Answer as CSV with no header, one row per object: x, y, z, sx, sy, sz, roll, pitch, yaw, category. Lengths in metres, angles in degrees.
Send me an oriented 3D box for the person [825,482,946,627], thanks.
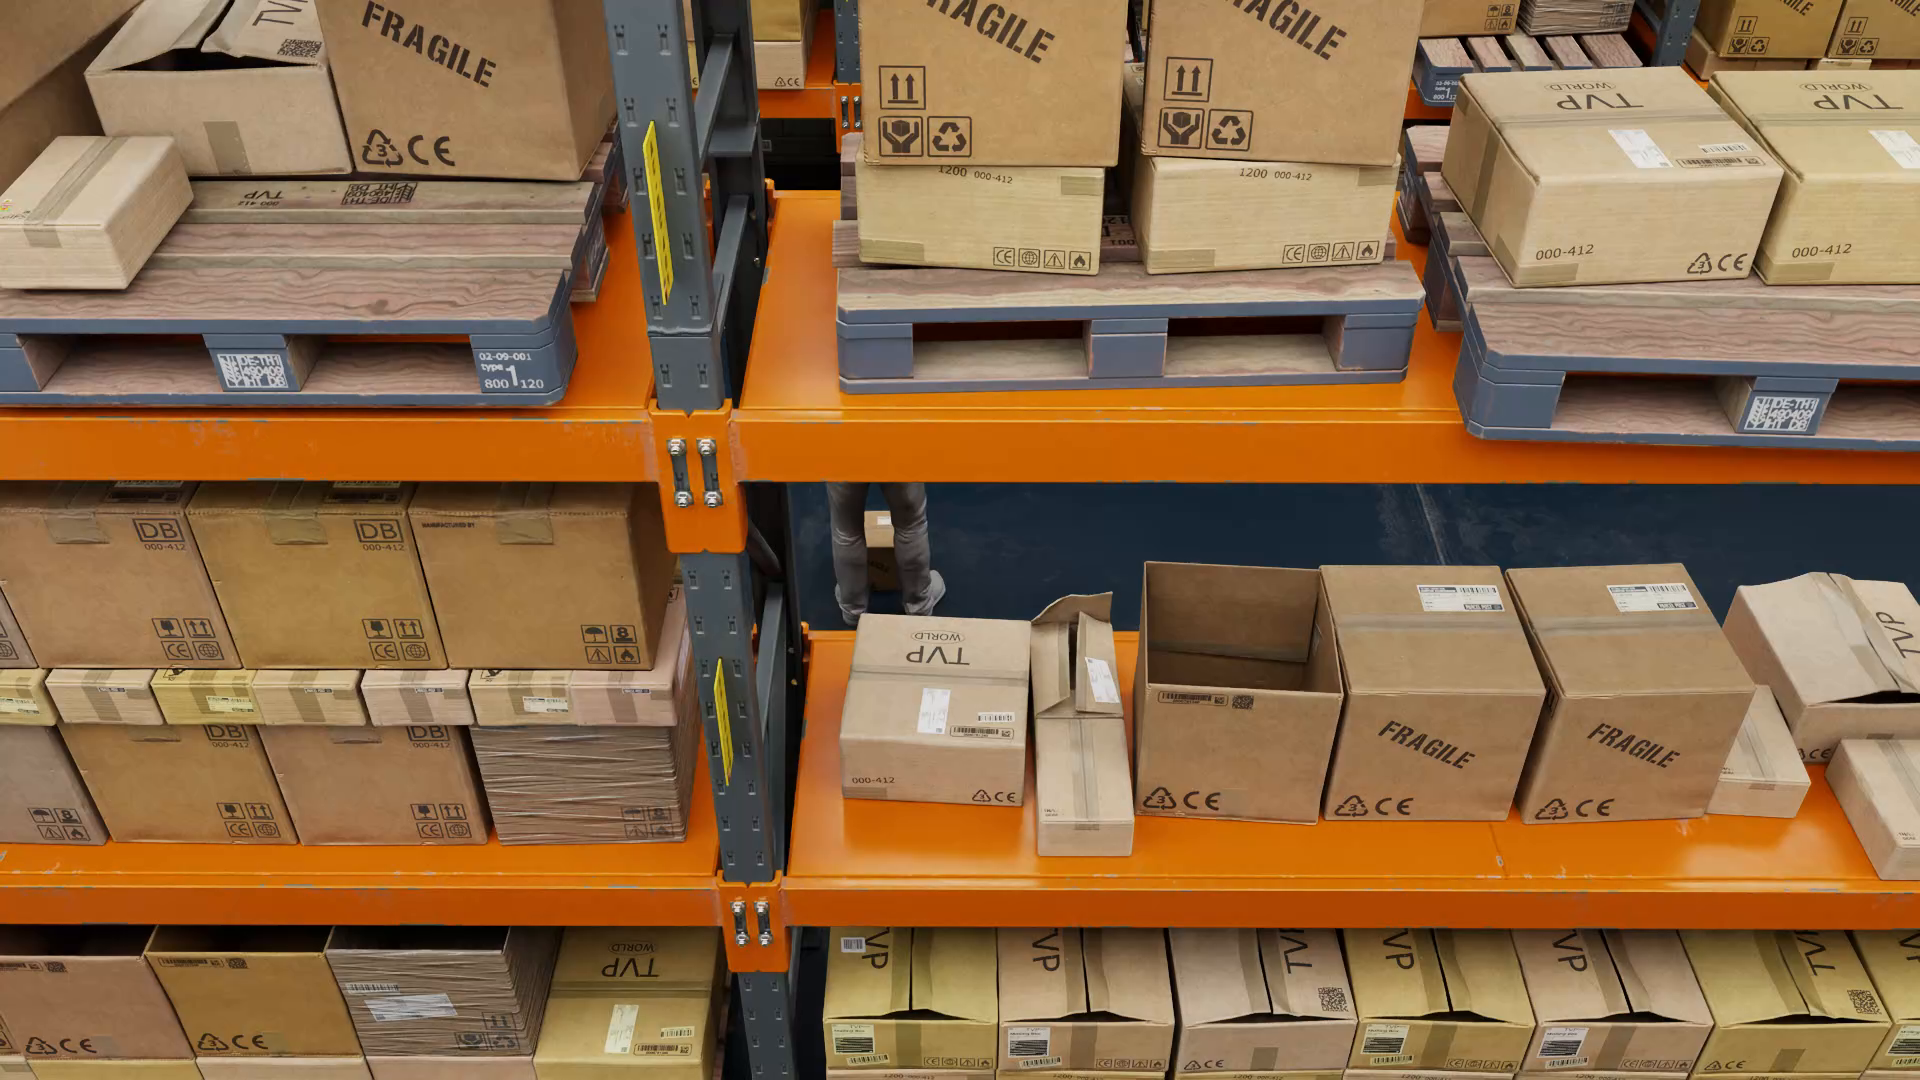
-0.359,-0.393,6.620,0.636,1.761,0.454,-2,39,-2,person
